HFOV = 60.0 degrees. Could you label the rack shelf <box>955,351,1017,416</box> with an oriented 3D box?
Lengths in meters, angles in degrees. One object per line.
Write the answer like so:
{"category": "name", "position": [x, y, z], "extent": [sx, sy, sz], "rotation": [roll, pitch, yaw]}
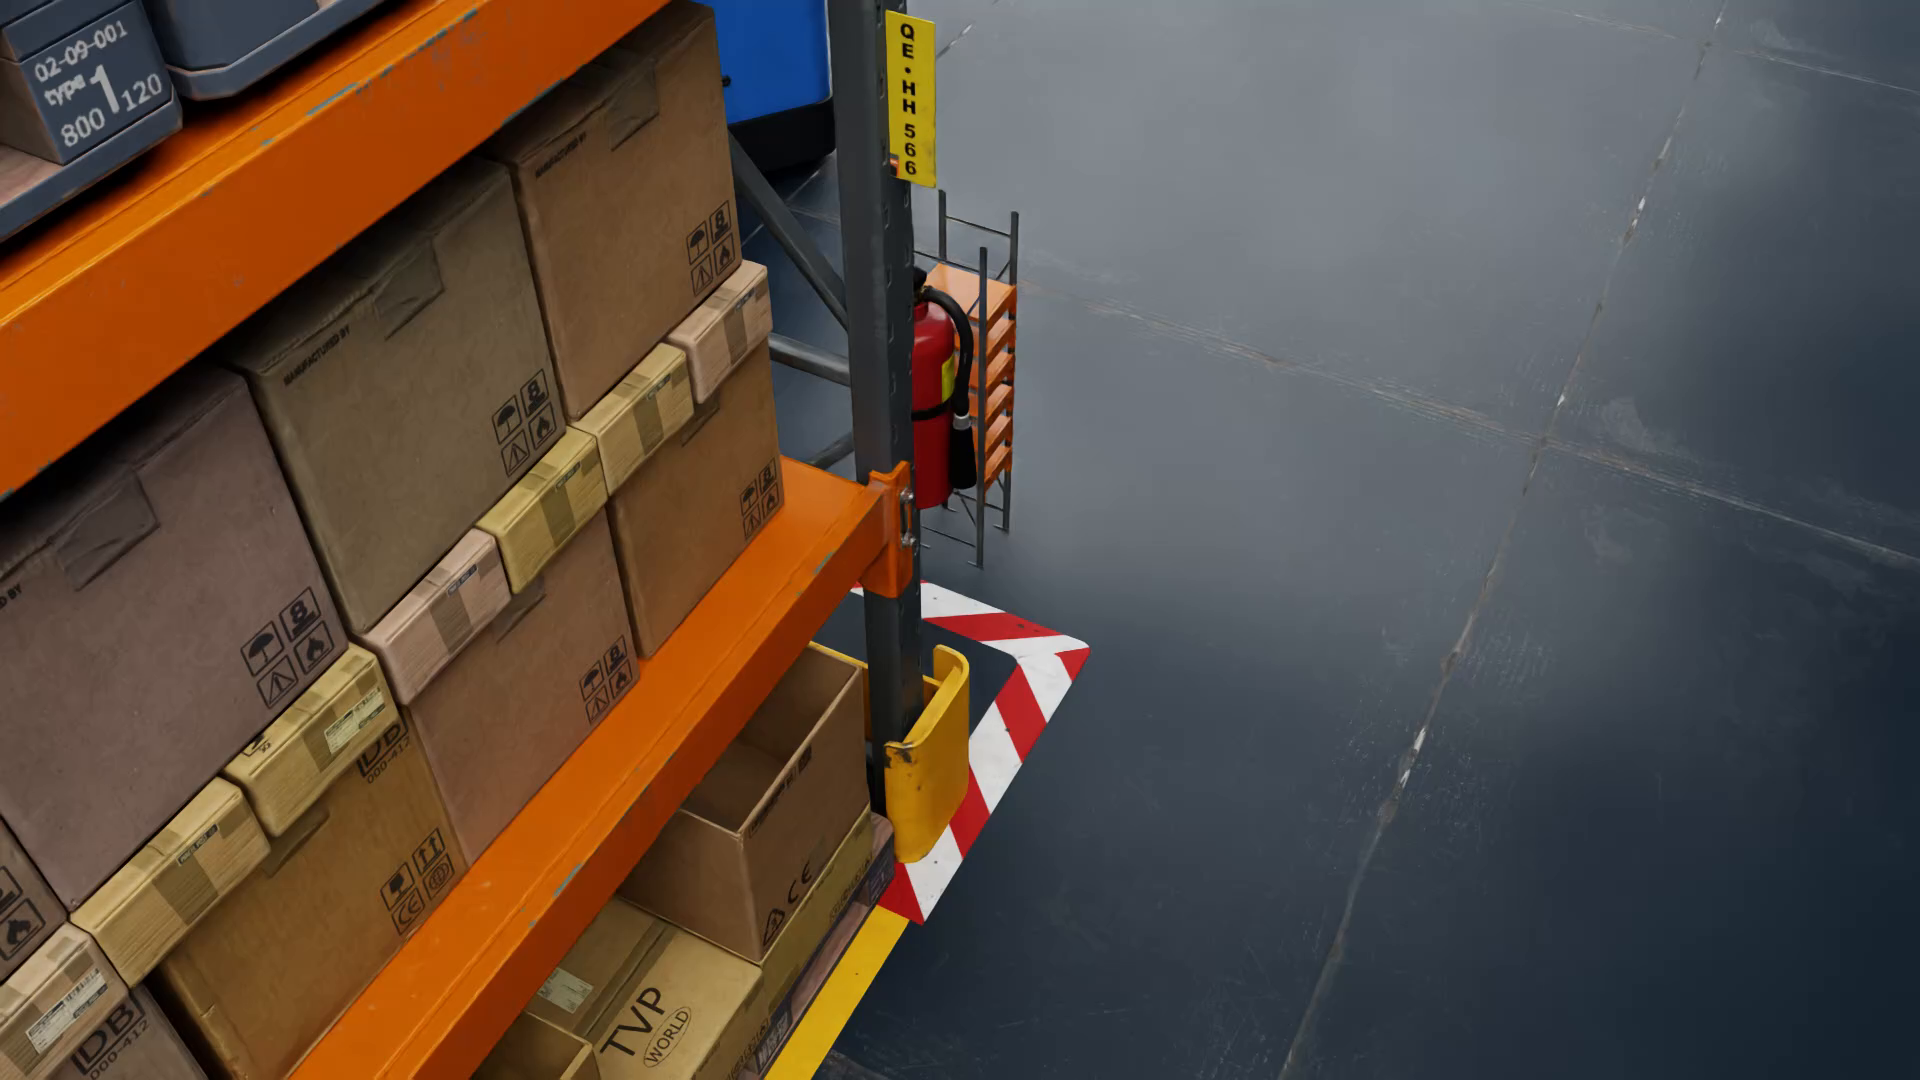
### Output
{"category": "rack shelf", "position": [0.007, -0.484, 4.779], "extent": [0.258, 0.103, 0.180], "rotation": [20, 49, 19]}

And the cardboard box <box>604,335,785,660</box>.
{"category": "cardboard box", "position": [-0.790, -0.212, 3.281], "extent": [0.700, 0.500, 0.500], "rotation": [20, 49, 19]}

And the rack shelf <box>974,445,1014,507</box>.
{"category": "rack shelf", "position": [0.007, -0.231, 5.035], "extent": [0.258, 0.103, 0.180], "rotation": [20, 49, 19]}

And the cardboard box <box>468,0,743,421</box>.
{"category": "cardboard box", "position": [-0.815, -0.635, 2.786], "extent": [0.700, 0.500, 0.500], "rotation": [21, 49, 19]}

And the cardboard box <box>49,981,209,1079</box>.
{"category": "cardboard box", "position": [-1.506, 0.764, 2.316], "extent": [0.700, 0.500, 0.500], "rotation": [22, 49, 20]}

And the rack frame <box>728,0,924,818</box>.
{"category": "rack frame", "position": [-0.562, -0.467, 3.603], "extent": [1.000, 3.000, 0.127], "rotation": [20, 49, 19]}

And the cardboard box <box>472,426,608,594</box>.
{"category": "cardboard box", "position": [-0.809, -0.100, 2.714], "extent": [0.380, 0.149, 0.250], "rotation": [20, 49, 18]}

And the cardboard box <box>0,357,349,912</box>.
{"category": "cardboard box", "position": [-1.287, 0.016, 2.143], "extent": [0.700, 0.500, 0.500], "rotation": [21, 49, 19]}

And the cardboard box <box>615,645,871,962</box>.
{"category": "cardboard box", "position": [-0.547, 0.524, 3.734], "extent": [0.500, 0.500, 0.500], "rotation": [20, 49, 19]}

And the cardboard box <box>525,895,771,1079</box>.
{"category": "cardboard box", "position": [-0.771, 1.106, 3.686], "extent": [0.500, 0.250, 0.500], "rotation": [20, 49, 19]}

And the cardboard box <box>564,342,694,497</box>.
{"category": "cardboard box", "position": [-0.691, -0.261, 2.873], "extent": [0.380, 0.149, 0.250], "rotation": [22, 49, 20]}

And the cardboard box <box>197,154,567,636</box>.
{"category": "cardboard box", "position": [-1.054, -0.302, 2.457], "extent": [0.700, 0.500, 0.500], "rotation": [19, 48, 18]}

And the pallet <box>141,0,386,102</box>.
{"category": "pallet", "position": [-0.913, -1.054, 2.135], "extent": [1.003, 0.211, 1.213], "rotation": [20, 49, 19]}

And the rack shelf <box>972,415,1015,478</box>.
{"category": "rack shelf", "position": [0.007, -0.315, 4.949], "extent": [0.258, 0.103, 0.180], "rotation": [20, 49, 19]}

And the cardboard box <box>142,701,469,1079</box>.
{"category": "cardboard box", "position": [-1.265, 0.431, 2.645], "extent": [0.700, 0.500, 0.500], "rotation": [21, 49, 19]}

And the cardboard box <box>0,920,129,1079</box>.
{"category": "cardboard box", "position": [-1.289, 0.551, 2.070], "extent": [0.380, 0.149, 0.250], "rotation": [20, 49, 19]}

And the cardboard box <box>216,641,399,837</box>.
{"category": "cardboard box", "position": [-1.050, 0.223, 2.394], "extent": [0.380, 0.149, 0.250], "rotation": [22, 49, 20]}

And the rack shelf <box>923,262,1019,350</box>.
{"category": "rack shelf", "position": [0.007, -0.653, 4.608], "extent": [0.258, 0.103, 0.180], "rotation": [20, 49, 19]}

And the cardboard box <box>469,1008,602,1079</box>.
{"category": "cardboard box", "position": [-0.998, 1.159, 3.106], "extent": [0.500, 0.500, 0.500], "rotation": [20, 49, 19]}

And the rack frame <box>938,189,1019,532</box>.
{"category": "rack frame", "position": [0.049, -0.489, 4.889], "extent": [0.240, 1.200, 0.006], "rotation": [20, 49, 19]}

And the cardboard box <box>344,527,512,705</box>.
{"category": "cardboard box", "position": [-0.928, 0.058, 2.558], "extent": [0.380, 0.149, 0.250], "rotation": [21, 49, 20]}

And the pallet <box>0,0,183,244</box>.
{"category": "pallet", "position": [-1.478, -0.282, 1.373], "extent": [1.003, 0.211, 1.213], "rotation": [20, 49, 19]}

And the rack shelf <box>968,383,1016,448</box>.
{"category": "rack shelf", "position": [0.007, -0.400, 4.864], "extent": [0.258, 0.103, 0.180], "rotation": [20, 49, 19]}

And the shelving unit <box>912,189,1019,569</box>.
{"category": "shelving unit", "position": [0.007, -0.431, 4.832], "extent": [0.258, 1.200, 0.189], "rotation": [20, 49, 19]}

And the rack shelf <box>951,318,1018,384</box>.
{"category": "rack shelf", "position": [0.007, -0.568, 4.693], "extent": [0.258, 0.103, 0.180], "rotation": [20, 49, 19]}

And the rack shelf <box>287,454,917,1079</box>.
{"category": "rack shelf", "position": [-1.490, 1.046, 2.613], "extent": [1.077, 0.370, 4.000], "rotation": [20, 49, 19]}

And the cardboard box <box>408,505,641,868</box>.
{"category": "cardboard box", "position": [-1.029, 0.120, 2.952], "extent": [0.700, 0.500, 0.500], "rotation": [22, 49, 20]}

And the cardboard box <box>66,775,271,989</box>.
{"category": "cardboard box", "position": [-1.170, 0.390, 2.230], "extent": [0.380, 0.149, 0.250], "rotation": [22, 49, 20]}

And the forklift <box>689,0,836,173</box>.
{"category": "forklift", "position": [-1.598, -3.349, 6.499], "extent": [1.130, 2.935, 3.031], "rotation": [-19, 48, -18]}

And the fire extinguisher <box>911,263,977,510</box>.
{"category": "fire extinguisher", "position": [-0.096, -0.361, 3.552], "extent": [0.296, 0.674, 0.183], "rotation": [20, 49, 19]}

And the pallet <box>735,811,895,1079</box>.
{"category": "pallet", "position": [-0.880, 1.009, 4.105], "extent": [1.003, 0.211, 1.213], "rotation": [20, 49, 19]}

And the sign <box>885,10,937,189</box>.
{"category": "sign", "position": [-0.088, -0.769, 2.921], "extent": [0.100, 0.325, 0.005], "rotation": [20, 49, 19]}

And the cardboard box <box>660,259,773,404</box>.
{"category": "cardboard box", "position": [-0.571, -0.427, 3.036], "extent": [0.380, 0.149, 0.250], "rotation": [20, 49, 18]}

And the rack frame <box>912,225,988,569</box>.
{"category": "rack frame", "position": [-0.036, -0.373, 4.775], "extent": [0.240, 1.200, 0.006], "rotation": [20, 49, 19]}

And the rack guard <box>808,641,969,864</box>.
{"category": "rack guard", "position": [-0.551, 0.396, 4.507], "extent": [1.175, 0.500, 0.348], "rotation": [20, 49, 19]}

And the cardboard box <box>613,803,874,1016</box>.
{"category": "cardboard box", "position": [-0.549, 0.787, 4.001], "extent": [0.500, 0.250, 0.500], "rotation": [20, 49, 19]}

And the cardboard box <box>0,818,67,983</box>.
{"category": "cardboard box", "position": [-1.520, 0.331, 1.831], "extent": [0.700, 0.500, 0.500], "rotation": [20, 49, 19]}
